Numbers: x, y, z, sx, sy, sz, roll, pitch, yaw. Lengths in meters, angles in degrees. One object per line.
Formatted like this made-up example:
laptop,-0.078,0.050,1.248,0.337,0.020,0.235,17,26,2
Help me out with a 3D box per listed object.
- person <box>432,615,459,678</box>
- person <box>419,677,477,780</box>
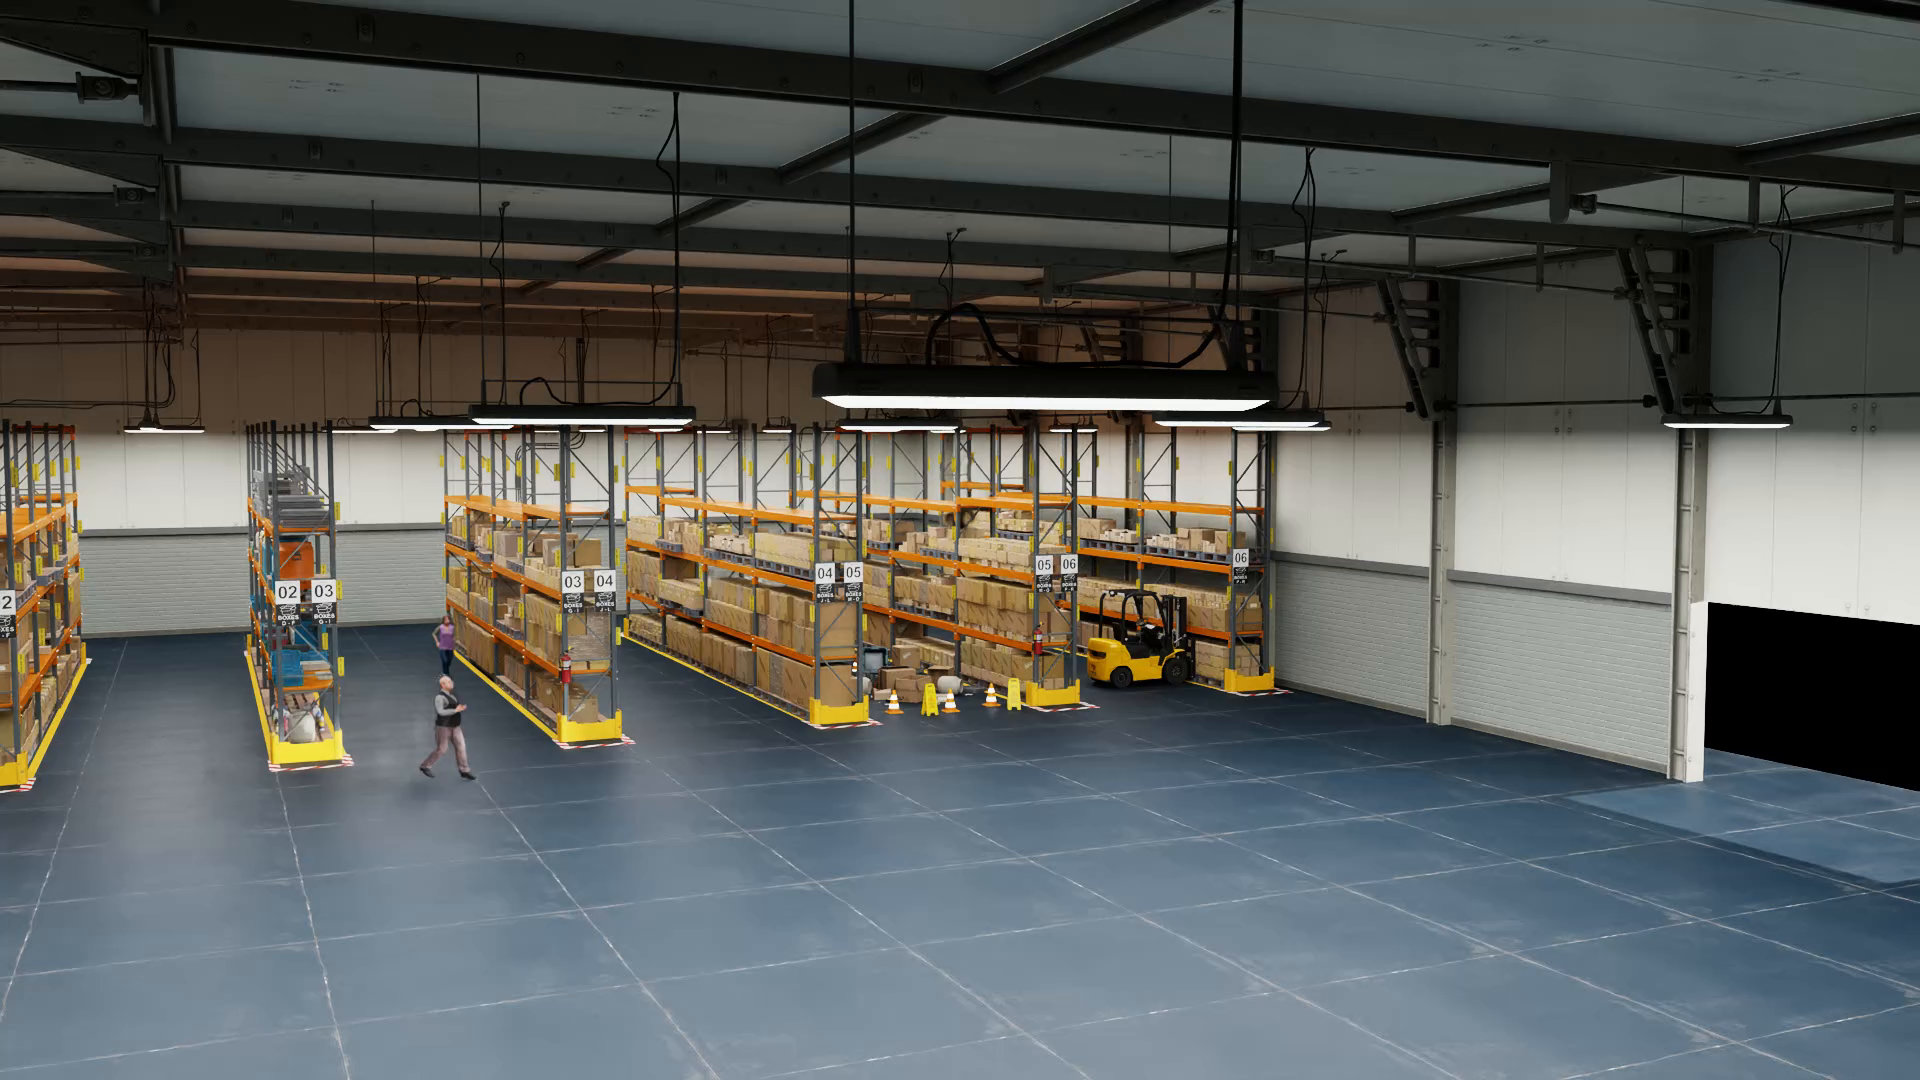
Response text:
person,-11.801,2.523,38.211,0.539,1.613,0.871,-2,4,-31
person,-8.479,3.114,27.535,0.956,1.719,0.649,1,4,11
